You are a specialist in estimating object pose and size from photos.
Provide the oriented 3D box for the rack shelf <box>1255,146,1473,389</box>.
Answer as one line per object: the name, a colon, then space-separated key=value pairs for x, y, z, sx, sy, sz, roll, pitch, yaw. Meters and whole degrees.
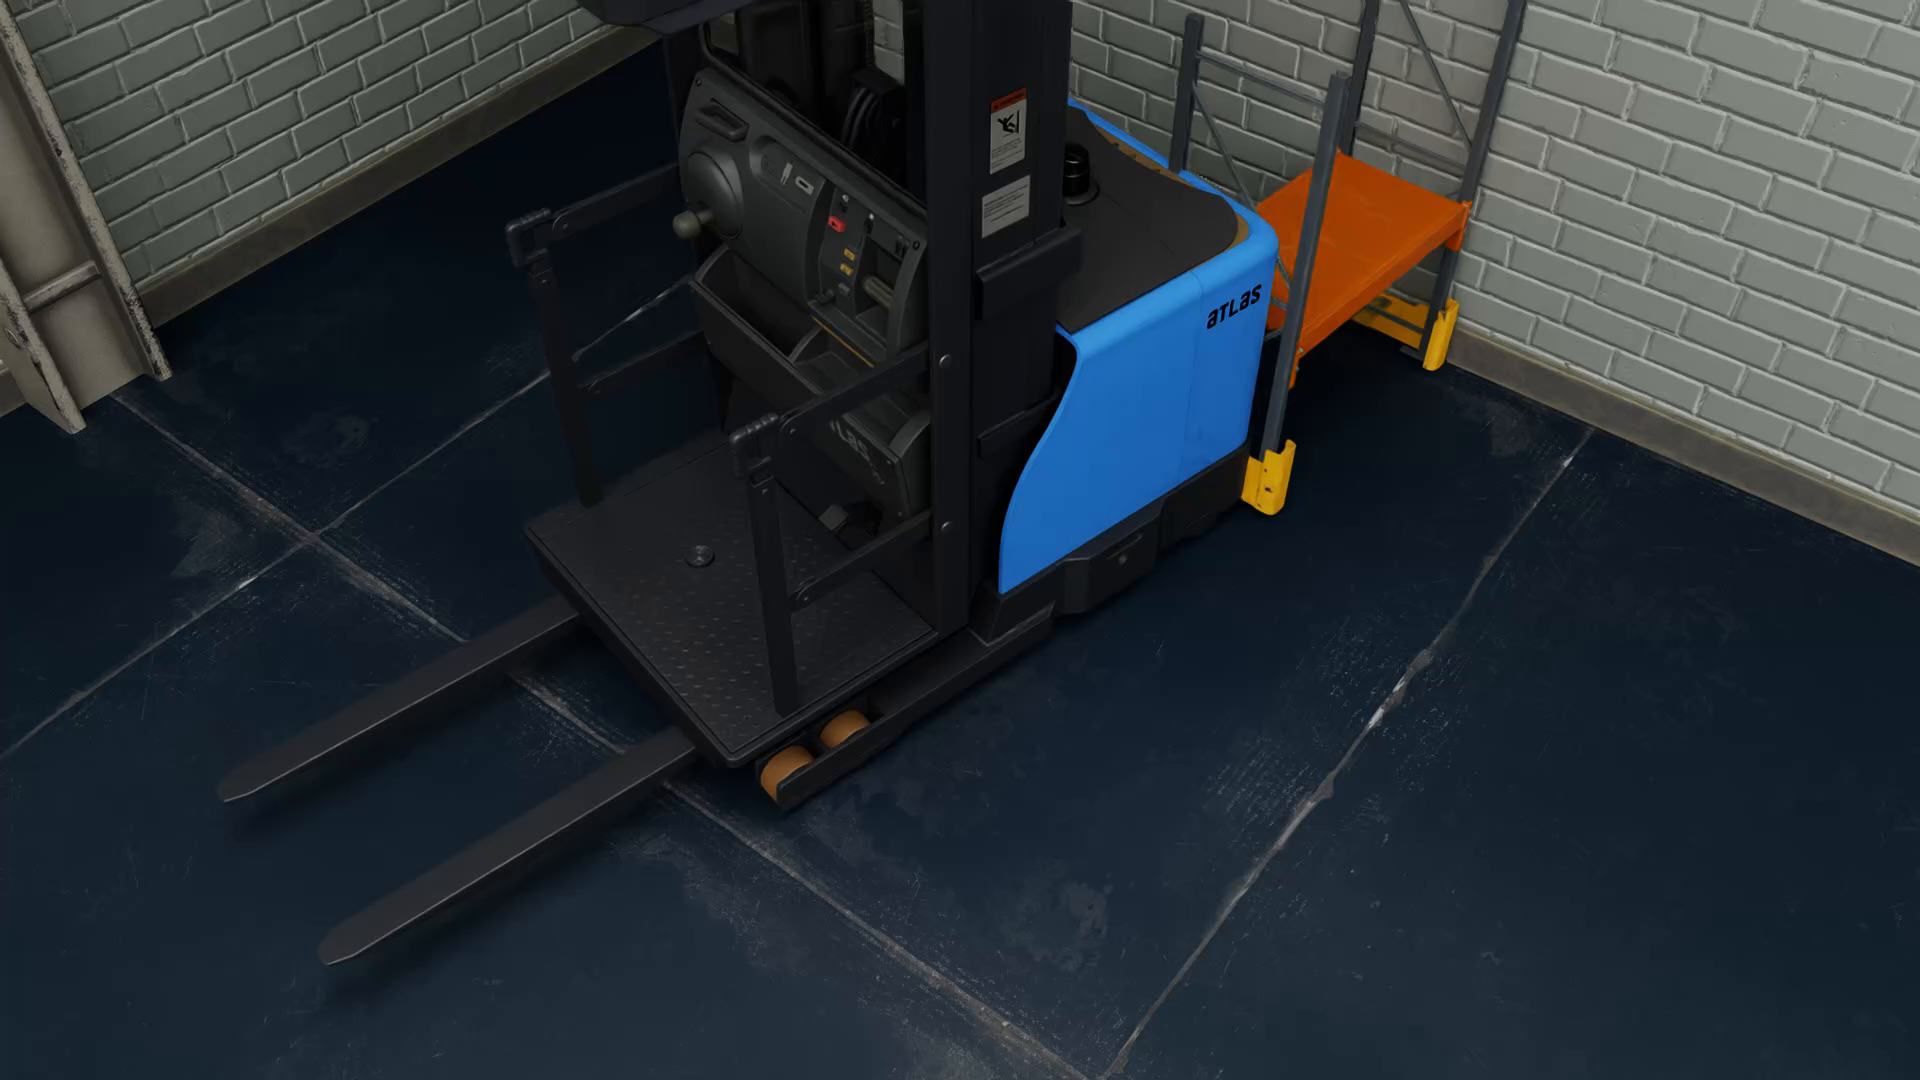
rack shelf: x=1.127 y=-0.891 z=5.273 sx=0.538 sy=0.185 sz=1.000 roll=32 pitch=52 yaw=28

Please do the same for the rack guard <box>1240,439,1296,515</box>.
rack guard: x=0.794 y=-0.322 z=5.319 sx=0.587 sy=0.250 sz=0.087 roll=32 pitch=52 yaw=28

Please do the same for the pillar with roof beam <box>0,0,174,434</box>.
pillar with roof beam: x=0.423 y=-1.740 z=0.689 sx=9.100 sy=9.000 sz=0.400 roll=29 pitch=53 yaw=25

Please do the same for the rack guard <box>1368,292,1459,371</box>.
rack guard: x=1.458 y=-0.832 z=5.858 sx=0.587 sy=0.250 sz=0.087 roll=32 pitch=52 yaw=28

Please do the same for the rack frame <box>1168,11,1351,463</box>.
rack frame: x=0.791 y=-0.760 z=4.873 sx=0.500 sy=1.500 sz=0.032 roll=32 pitch=52 yaw=28

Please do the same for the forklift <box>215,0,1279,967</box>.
forklift: x=-0.557 y=-0.721 z=3.911 sx=3.031 sy=2.935 sz=1.130 roll=-31 pitch=54 yaw=-26

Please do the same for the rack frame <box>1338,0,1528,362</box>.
rack frame: x=1.469 y=-1.280 z=5.423 sx=0.500 sy=1.500 sz=0.032 roll=32 pitch=52 yaw=28

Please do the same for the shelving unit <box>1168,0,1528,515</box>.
shelving unit: x=1.136 y=-1.025 z=5.153 sx=0.587 sy=1.500 sz=1.083 roll=32 pitch=52 yaw=28
